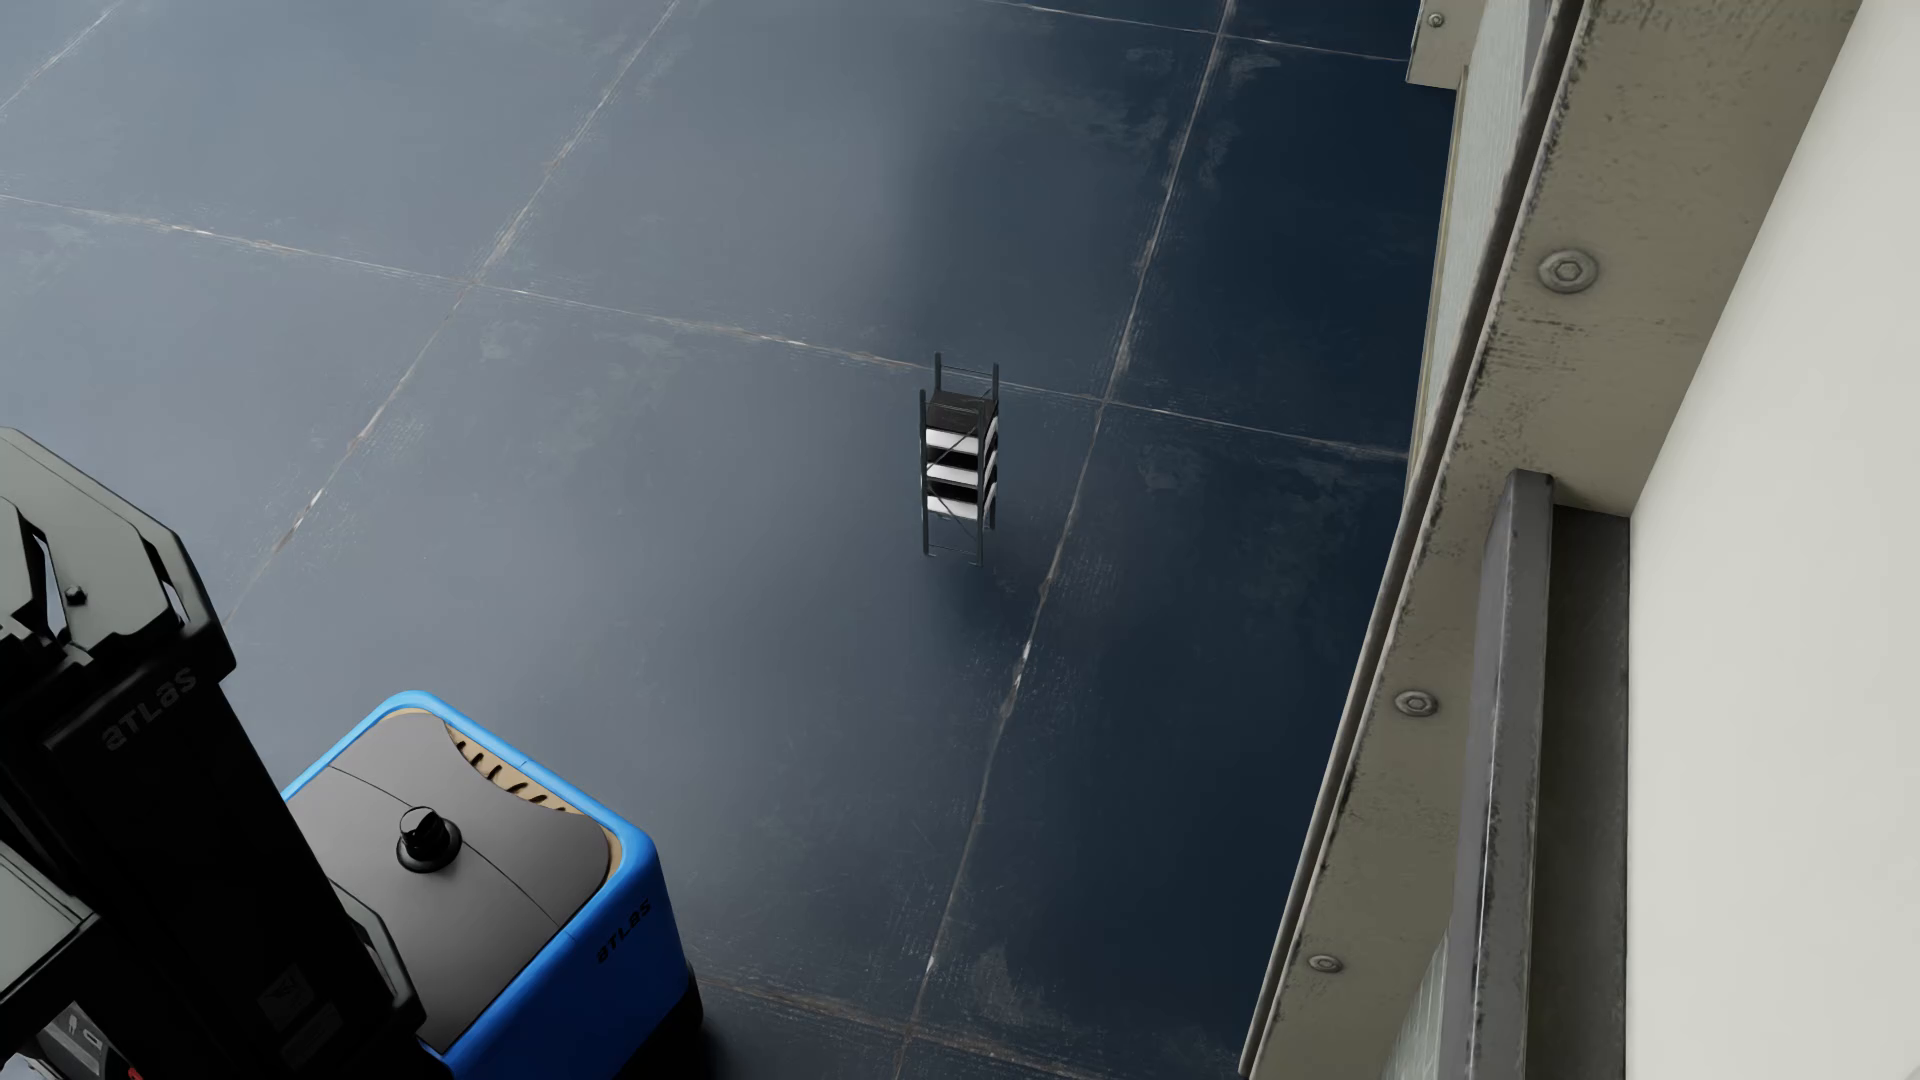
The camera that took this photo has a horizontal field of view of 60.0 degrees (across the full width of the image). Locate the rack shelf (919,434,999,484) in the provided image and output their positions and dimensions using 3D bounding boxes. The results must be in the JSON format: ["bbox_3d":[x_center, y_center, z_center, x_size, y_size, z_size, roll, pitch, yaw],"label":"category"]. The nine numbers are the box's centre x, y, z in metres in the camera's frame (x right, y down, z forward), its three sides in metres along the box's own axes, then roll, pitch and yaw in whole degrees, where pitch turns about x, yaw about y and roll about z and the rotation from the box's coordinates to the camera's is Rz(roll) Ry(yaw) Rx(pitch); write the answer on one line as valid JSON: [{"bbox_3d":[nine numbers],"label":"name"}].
[{"bbox_3d":[-0.002,-0.329,6.284,0.258,0.077,0.200,12,50,10],"label":"rack shelf"}]

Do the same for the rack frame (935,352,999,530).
[{"bbox_3d":[0.025,-0.365,6.391,0.240,0.900,0.006,12,50,10],"label":"rack frame"}]

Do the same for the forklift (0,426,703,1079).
[{"bbox_3d":[-2.060,1.272,3.592,1.130,2.935,3.031,27,54,22],"label":"forklift"}]

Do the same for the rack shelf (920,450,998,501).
[{"bbox_3d":[-0.002,-0.270,6.351,0.258,0.077,0.200,12,50,10],"label":"rack shelf"}]

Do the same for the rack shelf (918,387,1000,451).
[{"bbox_3d":[-0.002,-0.449,6.149,0.258,0.077,0.200,12,50,10],"label":"rack shelf"}]

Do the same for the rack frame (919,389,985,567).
[{"bbox_3d":[-0.029,-0.218,6.261,0.240,0.900,0.006,12,50,10],"label":"rack frame"}]

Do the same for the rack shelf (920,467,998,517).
[{"bbox_3d":[-0.002,-0.210,6.419,0.258,0.077,0.200,12,50,10],"label":"rack shelf"}]

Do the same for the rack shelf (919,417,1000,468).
[{"bbox_3d":[-0.002,-0.389,6.216,0.258,0.077,0.200,12,50,10],"label":"rack shelf"}]

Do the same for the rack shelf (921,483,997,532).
[{"bbox_3d":[-0.002,-0.151,6.486,0.258,0.077,0.200,12,50,10],"label":"rack shelf"}]

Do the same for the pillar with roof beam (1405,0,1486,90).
[{"bbox_3d":[-1.594,-6.365,6.285,9.100,9.000,0.400,12,50,10],"label":"pillar with roof beam"}]

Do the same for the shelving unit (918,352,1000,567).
[{"bbox_3d":[-0.002,-0.292,6.326,0.258,0.900,0.210,12,50,10],"label":"shelving unit"}]
